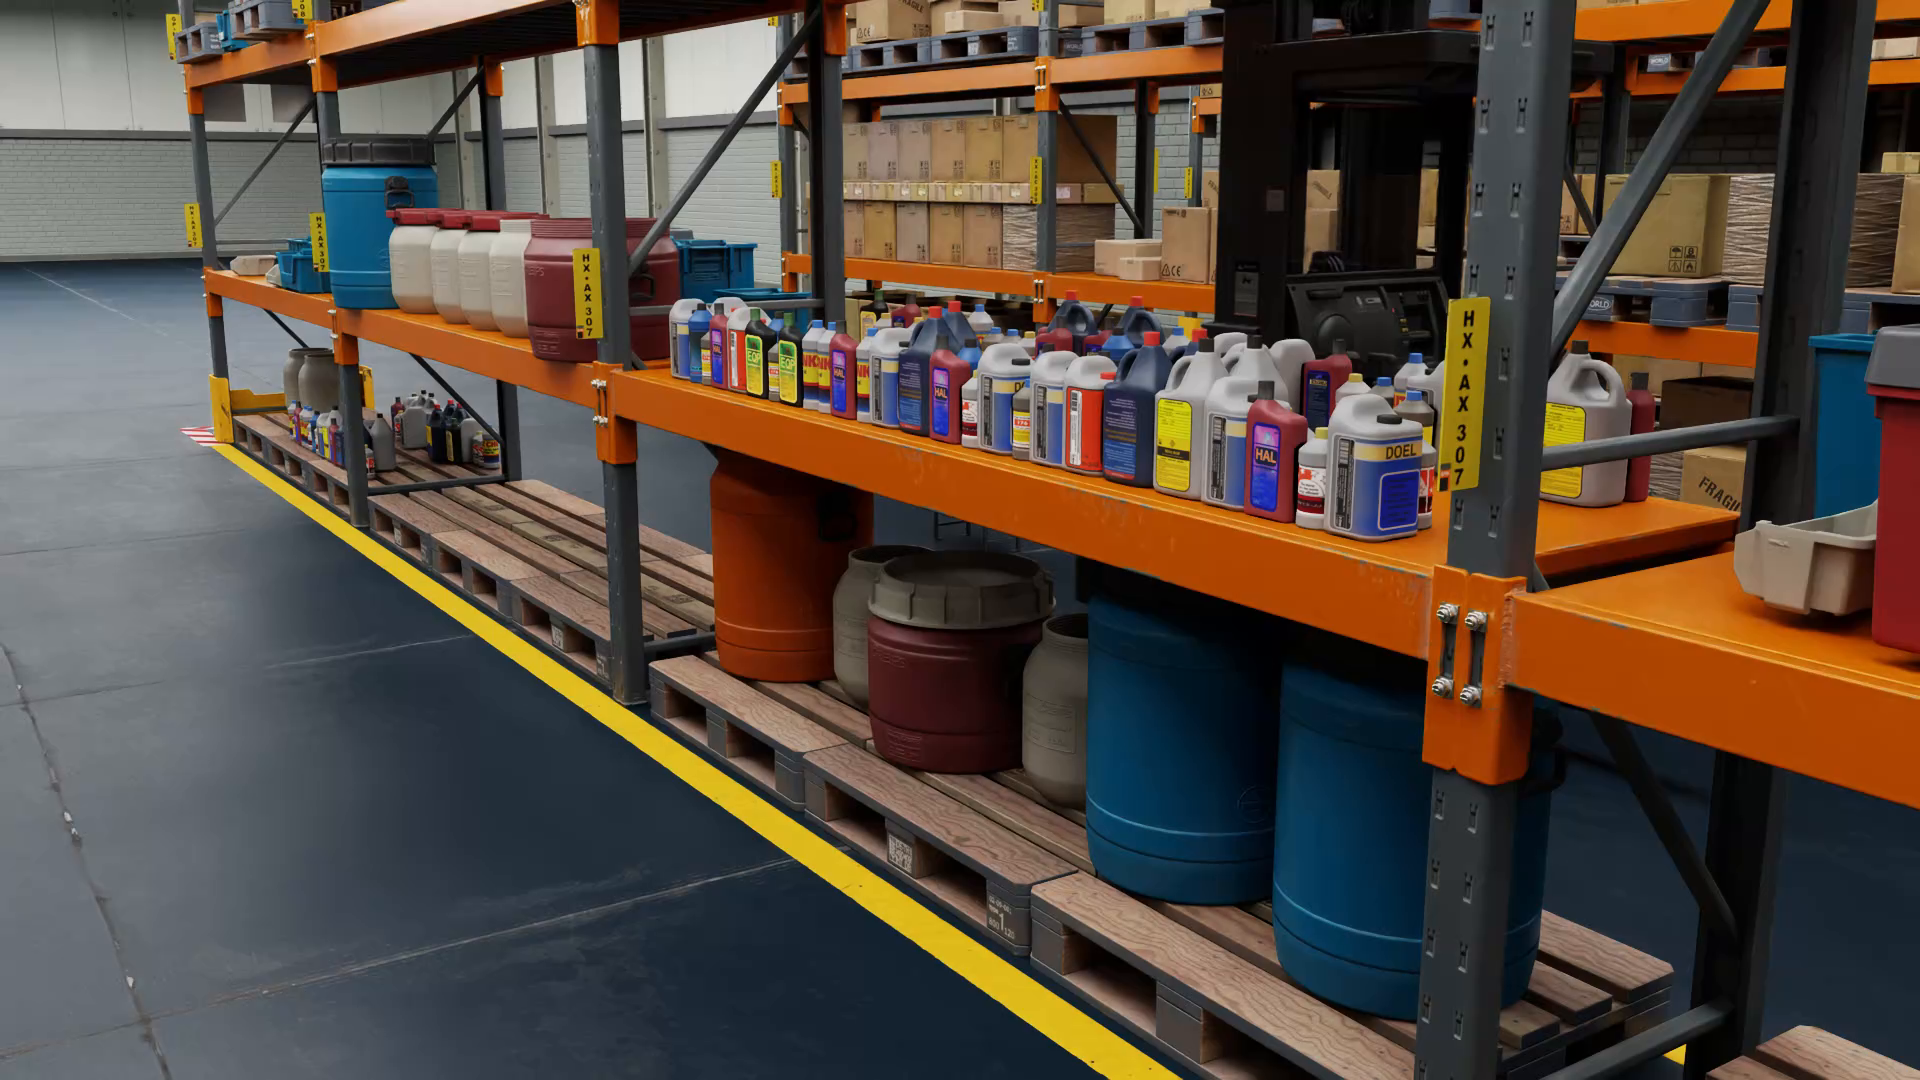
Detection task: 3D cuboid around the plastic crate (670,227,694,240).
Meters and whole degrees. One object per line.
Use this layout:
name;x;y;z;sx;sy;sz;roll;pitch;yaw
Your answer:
plastic crate;-1.545;-1.241;7.867;0.402;0.464;0.583;-8;15;-33

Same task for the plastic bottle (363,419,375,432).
plastic bottle;-3.714;-0.619;10.516;0.152;0.276;0.135;-8;15;-33

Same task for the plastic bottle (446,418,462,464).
plastic bottle;-3.222;-0.636;10.577;0.061;0.283;0.133;-8;15;-33

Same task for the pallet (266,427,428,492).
pallet;-4.138;-0.577;11.507;1.003;0.211;1.213;-8;15;-33

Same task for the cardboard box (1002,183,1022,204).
cardboard box;0.541;-2.616;12.552;0.380;0.149;0.250;-8;15;-34

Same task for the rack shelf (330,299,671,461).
rack shelf;-2.013;-0.891;8.097;1.077;0.370;4.000;-8;15;-33

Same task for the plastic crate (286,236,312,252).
plastic crate;-4.810;-2.183;12.671;0.499;0.251;0.616;-8;15;-33

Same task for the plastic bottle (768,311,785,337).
plastic bottle;-0.585;-0.609;5.428;0.097;0.271;0.097;0;12;0

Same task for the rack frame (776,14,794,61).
rack frame;-1.211;-5.826;14.937;1.000;3.000;0.127;-8;15;-33

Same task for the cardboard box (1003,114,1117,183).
cardboard box;0.754;-2.944;12.533;0.700;0.500;0.500;-8;15;-32

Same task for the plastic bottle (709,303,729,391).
plastic bottle;-0.790;-0.650;5.588;0.061;0.283;0.133;-8;15;-33

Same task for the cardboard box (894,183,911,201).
cardboard box;-0.322;-2.892;13.812;0.380;0.149;0.250;-8;15;-32

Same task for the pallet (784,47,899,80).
pallet;-0.841;-4.188;14.678;1.003;0.211;1.213;-8;15;-33

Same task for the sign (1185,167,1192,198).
sign;2.459;-3.841;17.876;0.100;0.325;0.005;-8;15;-33

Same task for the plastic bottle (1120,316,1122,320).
plastic bottle;0.484;-0.548;5.120;0.061;0.283;0.133;-8;15;-33

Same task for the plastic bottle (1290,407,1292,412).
plastic bottle;0.715;-0.193;3.688;0.097;0.201;0.097;0;12;0

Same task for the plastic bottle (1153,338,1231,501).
plastic bottle;0.530;-0.276;3.717;0.144;0.351;0.185;-8;15;-33

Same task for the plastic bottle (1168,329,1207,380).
plastic bottle;0.548;-0.326;3.945;0.144;0.351;0.185;-8;15;-33

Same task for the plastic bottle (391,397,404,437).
plastic bottle;-3.926;-0.862;11.609;0.061;0.283;0.133;-8;15;-33

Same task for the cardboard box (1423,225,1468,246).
cardboard box;4.612;-2.755;15.244;0.500;0.250;0.500;-8;15;-33

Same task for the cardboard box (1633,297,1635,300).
cardboard box;5.795;-1.924;14.203;0.500;0.250;0.500;-8;15;-34

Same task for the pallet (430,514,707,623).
pallet;-1.973;0.117;8.334;1.003;0.211;1.213;-8;15;-33

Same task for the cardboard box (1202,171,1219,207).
cardboard box;2.925;-3.664;17.645;0.500;0.500;0.500;-8;15;-33

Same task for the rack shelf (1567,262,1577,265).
rack shelf;6.235;-2.063;13.460;1.077;0.370;4.000;-8;15;-33

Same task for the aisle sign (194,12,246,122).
aisle sign;-5.621;-3.557;12.522;0.394;0.787;0.004;-8;15;-33

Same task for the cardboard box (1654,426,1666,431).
cardboard box;3.935;-0.327;8.659;0.500;0.500;0.500;-7;14;-31

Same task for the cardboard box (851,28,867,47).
cardboard box;-0.706;-4.281;14.173;0.380;0.149;0.250;-8;15;-33

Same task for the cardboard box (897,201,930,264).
cardboard box;-0.103;-2.584;13.923;0.700;0.500;0.500;-8;14;-31

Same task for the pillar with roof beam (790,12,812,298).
pillar with roof beam;-6.214;-8.015;24.950;9.100;9.000;0.400;-8;15;-33

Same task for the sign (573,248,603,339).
sign;-1.359;-0.900;6.073;0.100;0.325;0.005;-8;15;-33

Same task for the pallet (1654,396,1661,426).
pallet;6.239;-1.053;13.682;1.003;0.211;1.213;-8;15;-33

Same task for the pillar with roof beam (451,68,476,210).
pillar with roof beam;-16.187;-11.216;39.588;9.100;9.000;0.548;-8;15;-33

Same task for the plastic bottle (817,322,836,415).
plastic bottle;-0.380;-0.520;5.020;0.097;0.271;0.097;0;12;0

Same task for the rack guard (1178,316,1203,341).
rack guard;2.953;-2.247;18.468;1.175;0.500;0.348;-8;15;-33

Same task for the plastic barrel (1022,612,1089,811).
plastic barrel;0.394;0.499;4.897;0.421;0.512;0.421;0;12;0

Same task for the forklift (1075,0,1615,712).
forklift;1.802;-0.895;6.592;1.130;2.935;3.031;-9;15;-35

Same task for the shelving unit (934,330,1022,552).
shelving unit;0.092;-0.557;9.099;0.258;1.200;0.503;-8;15;-33

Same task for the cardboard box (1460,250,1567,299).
cardboard box;3.056;-1.498;9.401;0.500;0.311;0.500;-7;14;-29

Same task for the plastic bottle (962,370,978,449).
plastic bottle;0.052;-0.347;4.393;0.097;0.201;0.097;0;12;0

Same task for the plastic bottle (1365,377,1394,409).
plastic bottle;1.074;-0.312;4.231;0.097;0.201;0.097;0;12;0

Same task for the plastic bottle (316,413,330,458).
plastic bottle;-4.089;-0.684;10.812;0.152;0.276;0.135;-8;15;-32

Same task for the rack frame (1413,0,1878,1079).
rack frame;1.312;-0.175;3.141;1.000;3.000;0.127;-8;15;-33

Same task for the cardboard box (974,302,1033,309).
cardboard box;0.455;-1.709;13.854;0.500;0.500;0.500;-8;15;-33

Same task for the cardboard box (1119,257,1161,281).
cardboard box;1.326;-1.879;11.521;0.380;0.149;0.250;-8;15;-33

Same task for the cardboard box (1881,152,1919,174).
cardboard box;6.936;-2.753;12.147;0.380;0.149;0.250;-11;17;-42

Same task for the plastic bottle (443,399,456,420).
plastic bottle;-3.327;-0.745;10.918;0.144;0.351;0.185;-9;15;-35

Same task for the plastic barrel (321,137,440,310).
plastic barrel;-3.159;-1.738;9.115;0.600;0.901;0.708;-8;15;-33

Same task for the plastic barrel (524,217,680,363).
plastic barrel;-1.414;-1.000;6.593;0.600;0.536;0.708;-8;15;-33

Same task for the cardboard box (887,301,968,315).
cardboard box;-0.270;-1.734;13.969;0.500;0.500;0.500;-8;15;-33

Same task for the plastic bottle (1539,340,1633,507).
plastic bottle;1.364;-0.259;3.641;0.144;0.351;0.185;-8;15;-33

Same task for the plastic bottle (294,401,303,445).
plastic bottle;-4.482;-0.795;11.306;0.061;0.283;0.133;-8;15;-32
